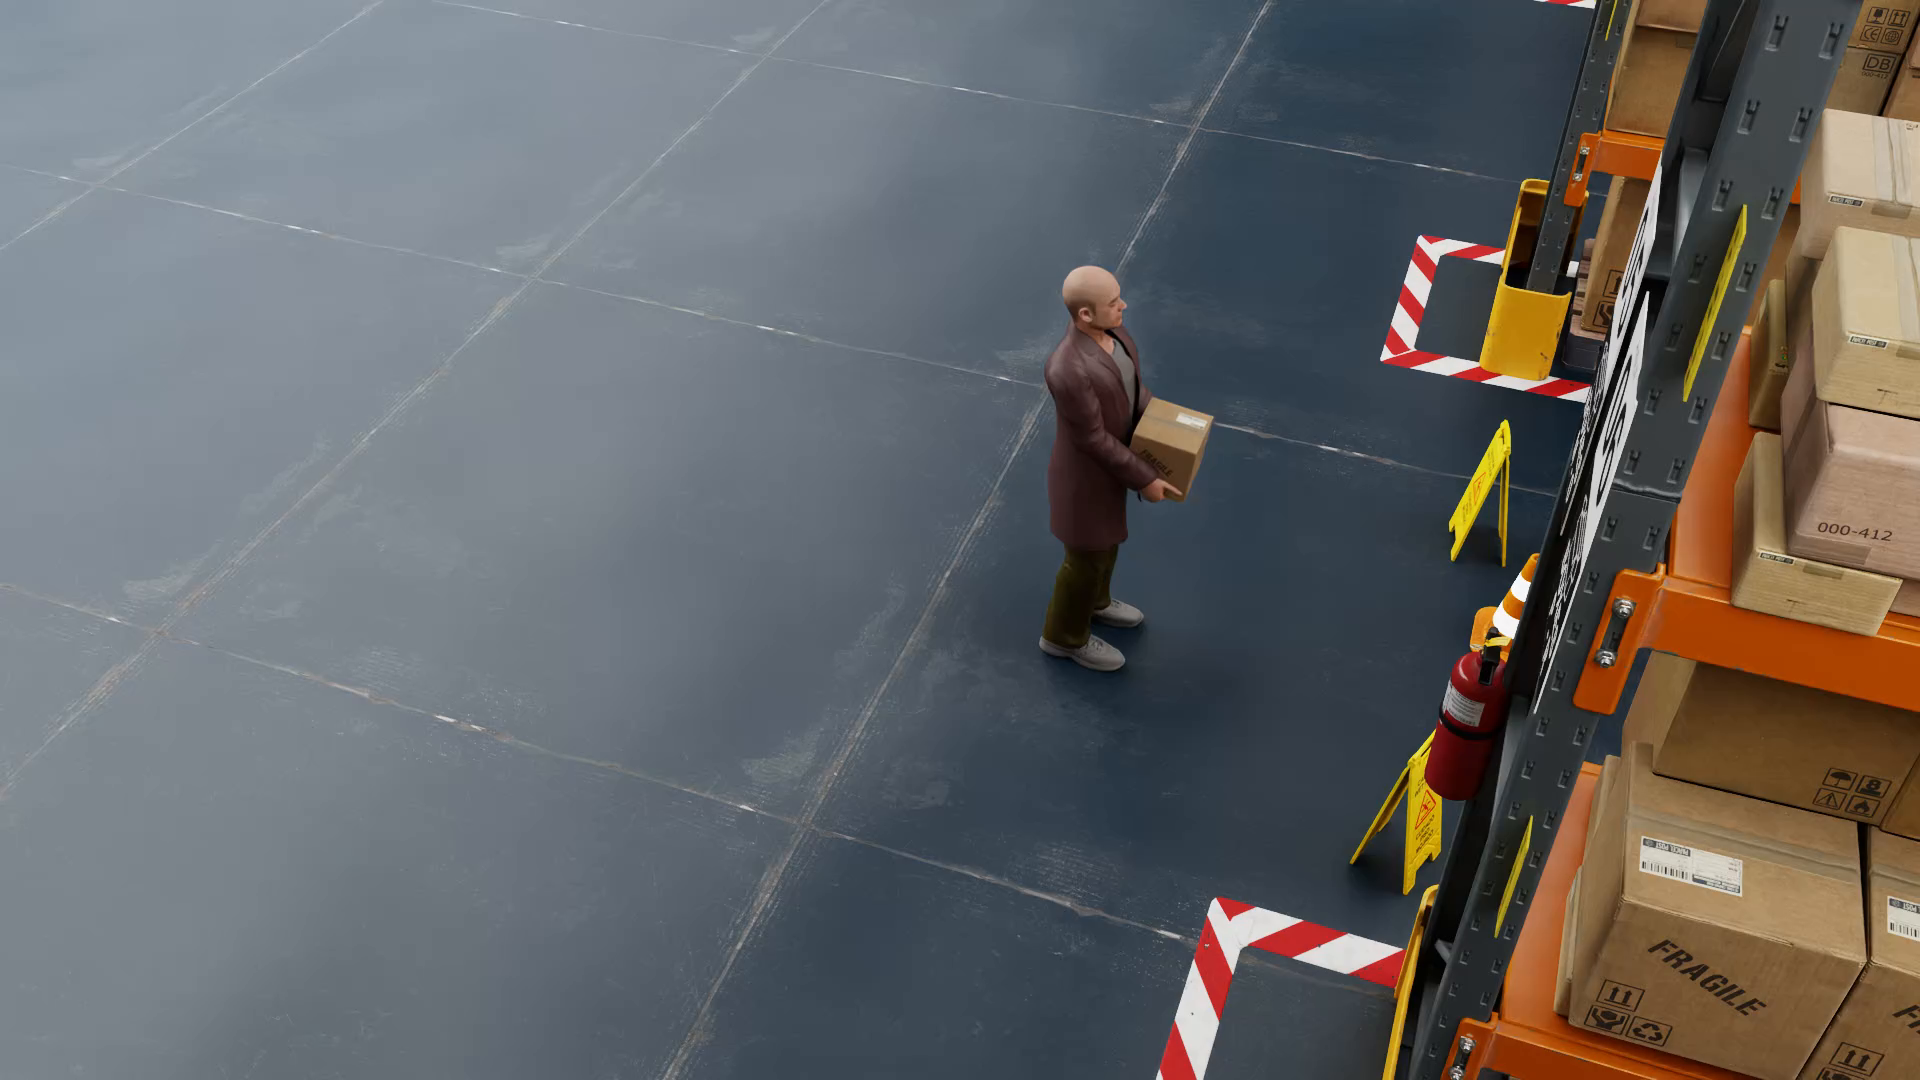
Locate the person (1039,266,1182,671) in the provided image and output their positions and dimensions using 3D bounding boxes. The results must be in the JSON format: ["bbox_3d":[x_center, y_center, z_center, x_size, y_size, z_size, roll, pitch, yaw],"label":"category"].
[{"bbox_3d":[0.621,-0.251,6.464,0.558,1.773,0.528,14,43,16],"label":"person"}]
